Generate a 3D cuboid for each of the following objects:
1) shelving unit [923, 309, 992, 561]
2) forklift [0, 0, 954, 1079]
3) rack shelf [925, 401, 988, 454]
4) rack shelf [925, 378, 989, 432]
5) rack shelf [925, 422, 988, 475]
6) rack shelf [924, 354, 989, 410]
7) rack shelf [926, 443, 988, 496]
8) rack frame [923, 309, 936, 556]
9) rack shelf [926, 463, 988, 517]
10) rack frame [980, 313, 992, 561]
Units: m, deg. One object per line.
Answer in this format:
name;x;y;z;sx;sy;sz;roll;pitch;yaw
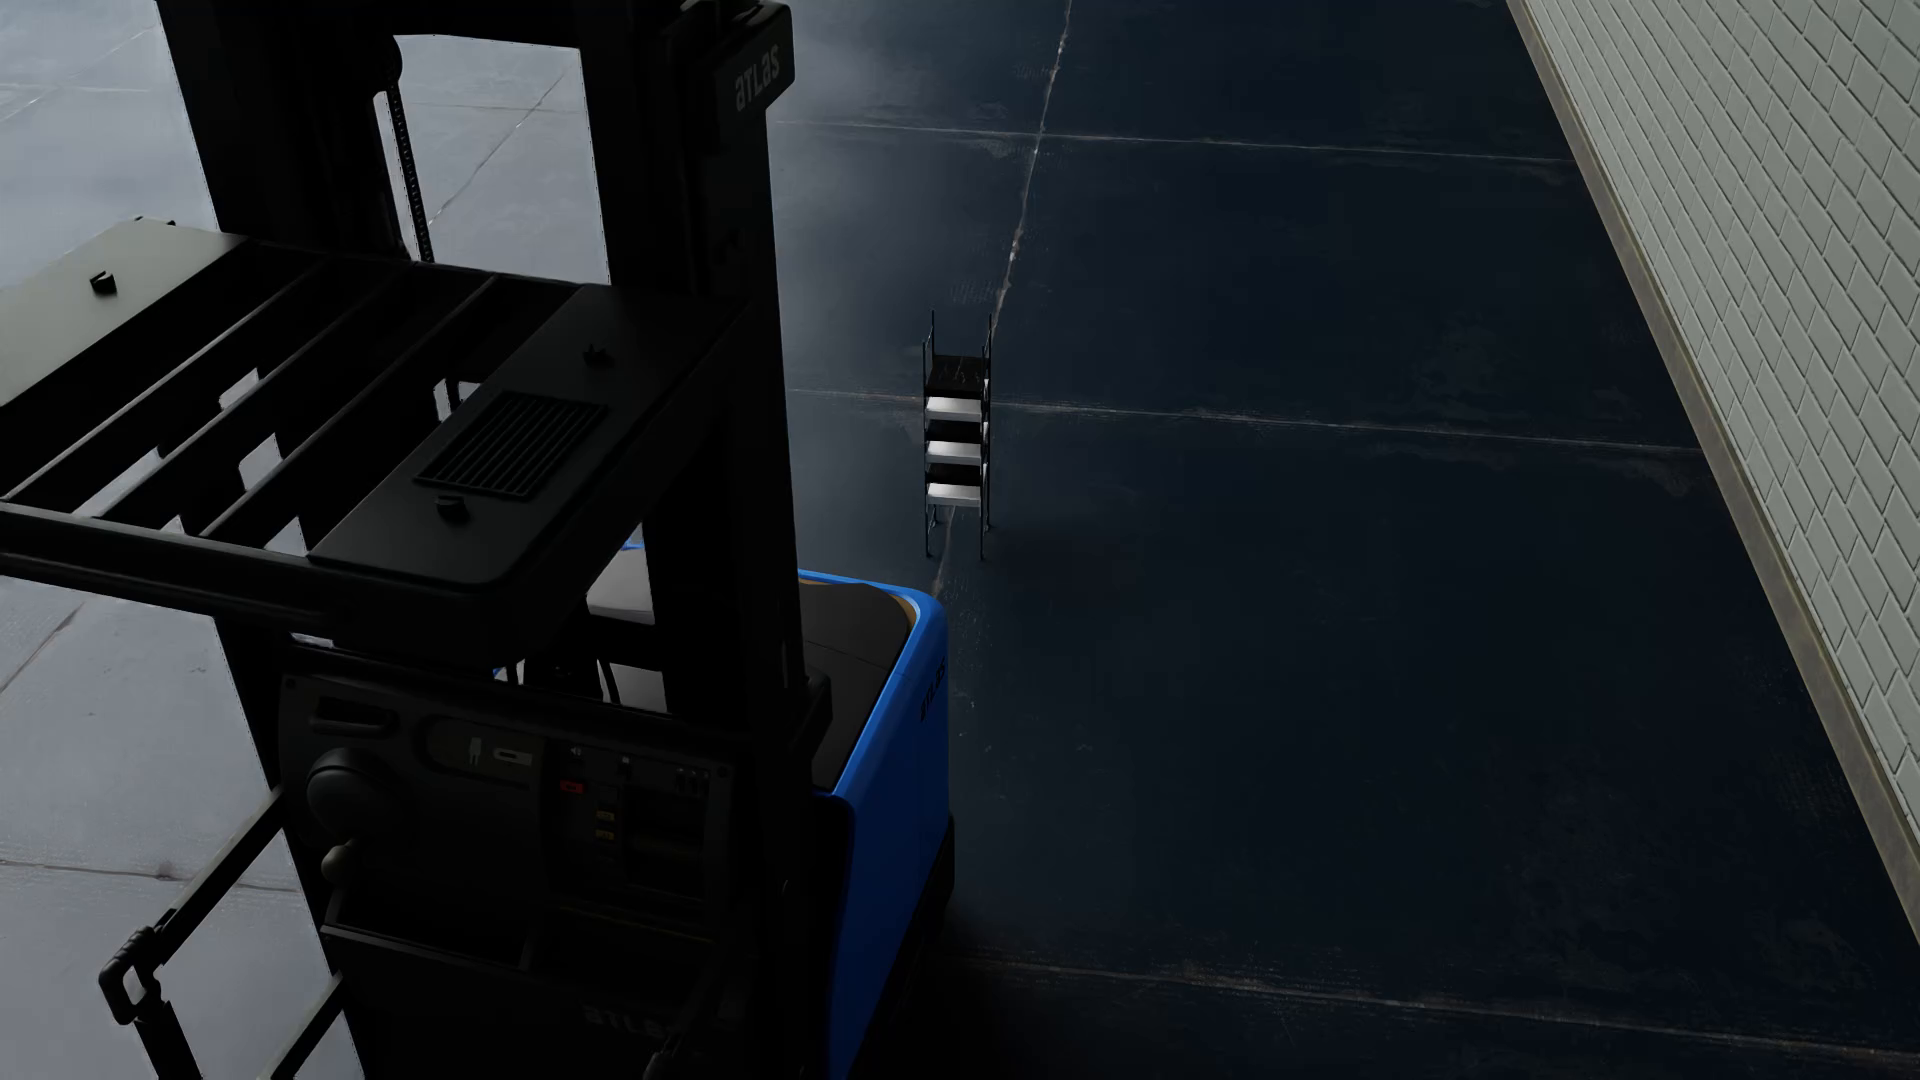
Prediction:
shelving unit;-0.008;-0.367;5.989;0.210;0.900;0.258;4;36;6
forklift;-0.911;0.562;2.939;1.130;2.935;3.031;9;37;13
rack shelf;-0.008;-0.413;5.957;0.200;0.077;0.258;4;36;6
rack shelf;-0.008;-0.486;5.904;0.200;0.077;0.258;4;36;6
rack shelf;-0.008;-0.340;6.009;0.200;0.077;0.258;4;36;6
rack shelf;-0.008;-0.560;5.852;0.200;0.077;0.258;4;36;6
rack shelf;-0.008;-0.267;6.061;0.200;0.077;0.258;4;36;6
rack frame;-0.109;-0.374;6.000;0.006;0.900;0.240;4;36;6
rack shelf;-0.008;-0.193;6.113;0.200;0.077;0.258;4;36;6
rack frame;0.093;-0.359;5.979;0.006;0.900;0.240;4;36;6
